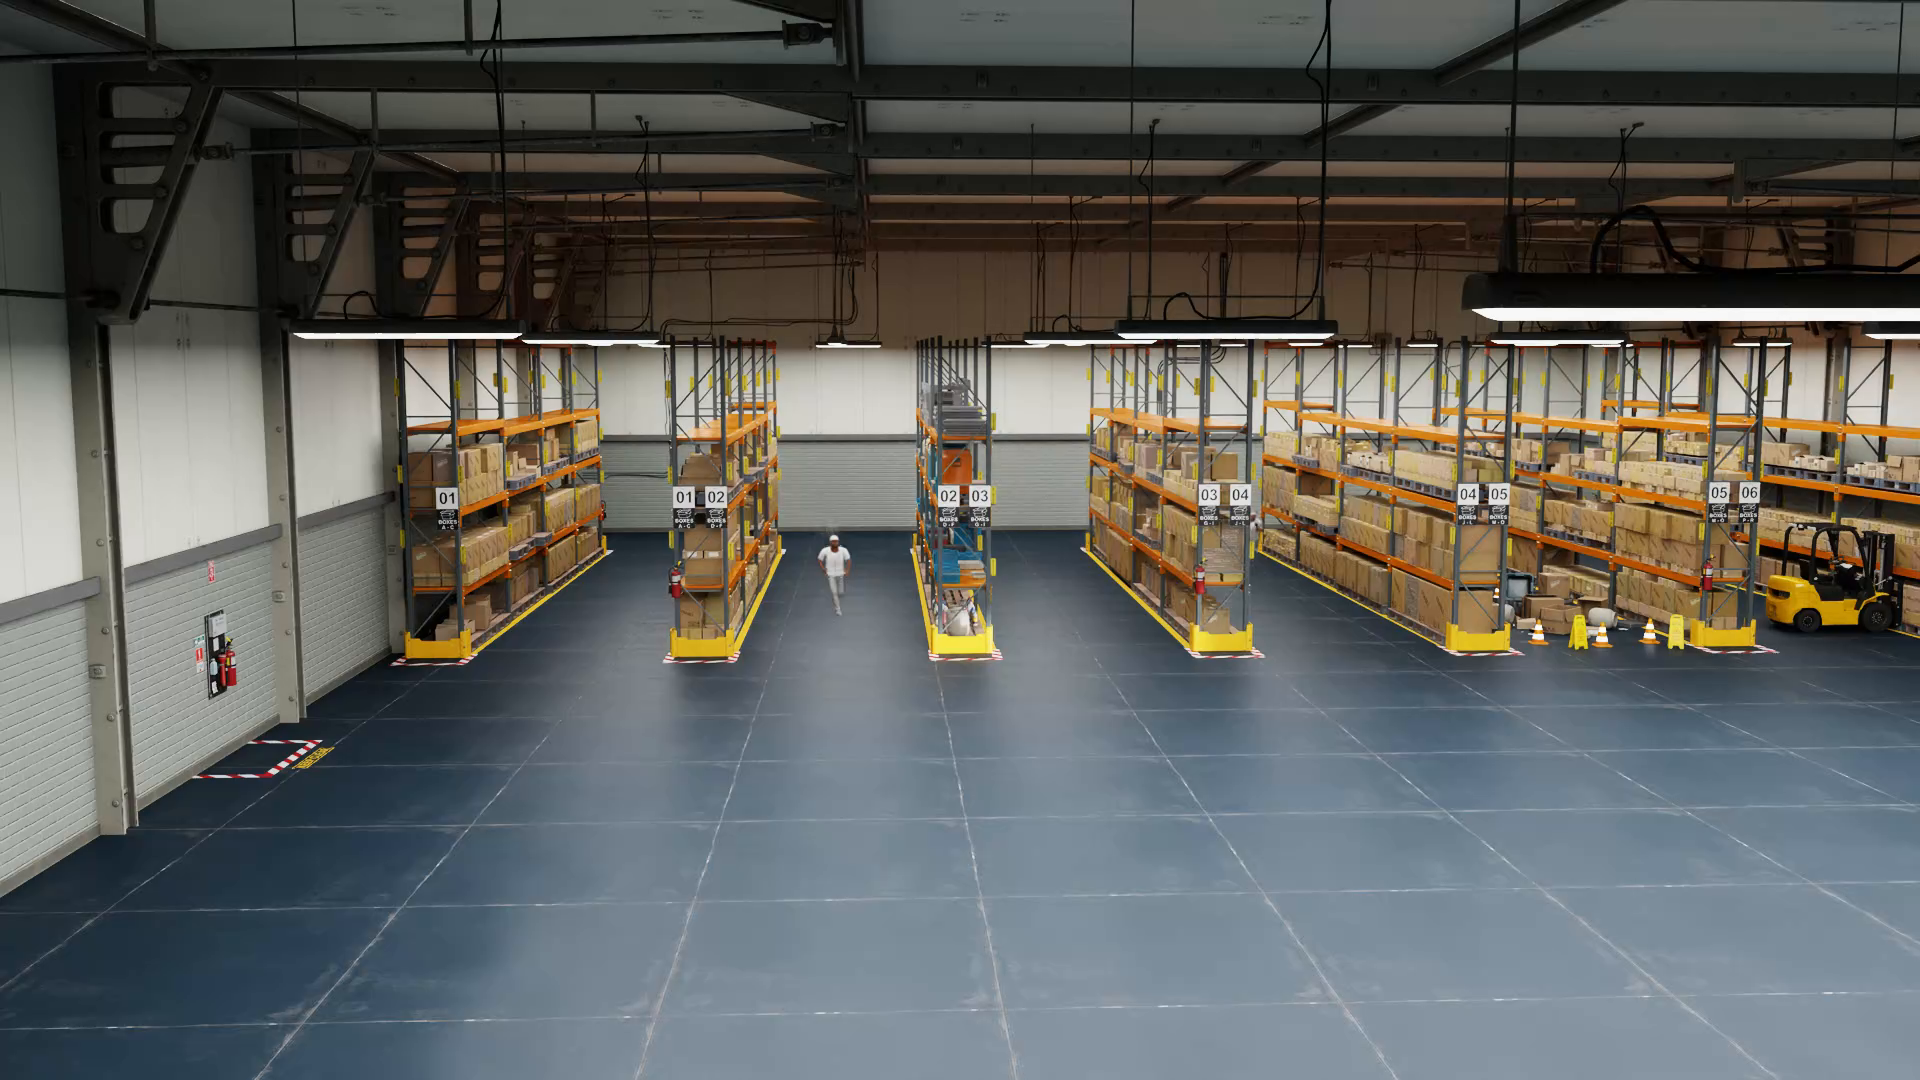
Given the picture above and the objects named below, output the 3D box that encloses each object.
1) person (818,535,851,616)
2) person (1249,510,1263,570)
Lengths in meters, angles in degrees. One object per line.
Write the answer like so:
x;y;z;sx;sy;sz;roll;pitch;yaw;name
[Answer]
-2.721;0.748;36.038;0.722;1.728;0.648;-1;7;-10;person
7.572;-0.002;43.234;0.565;1.596;0.842;0;6;0;person
